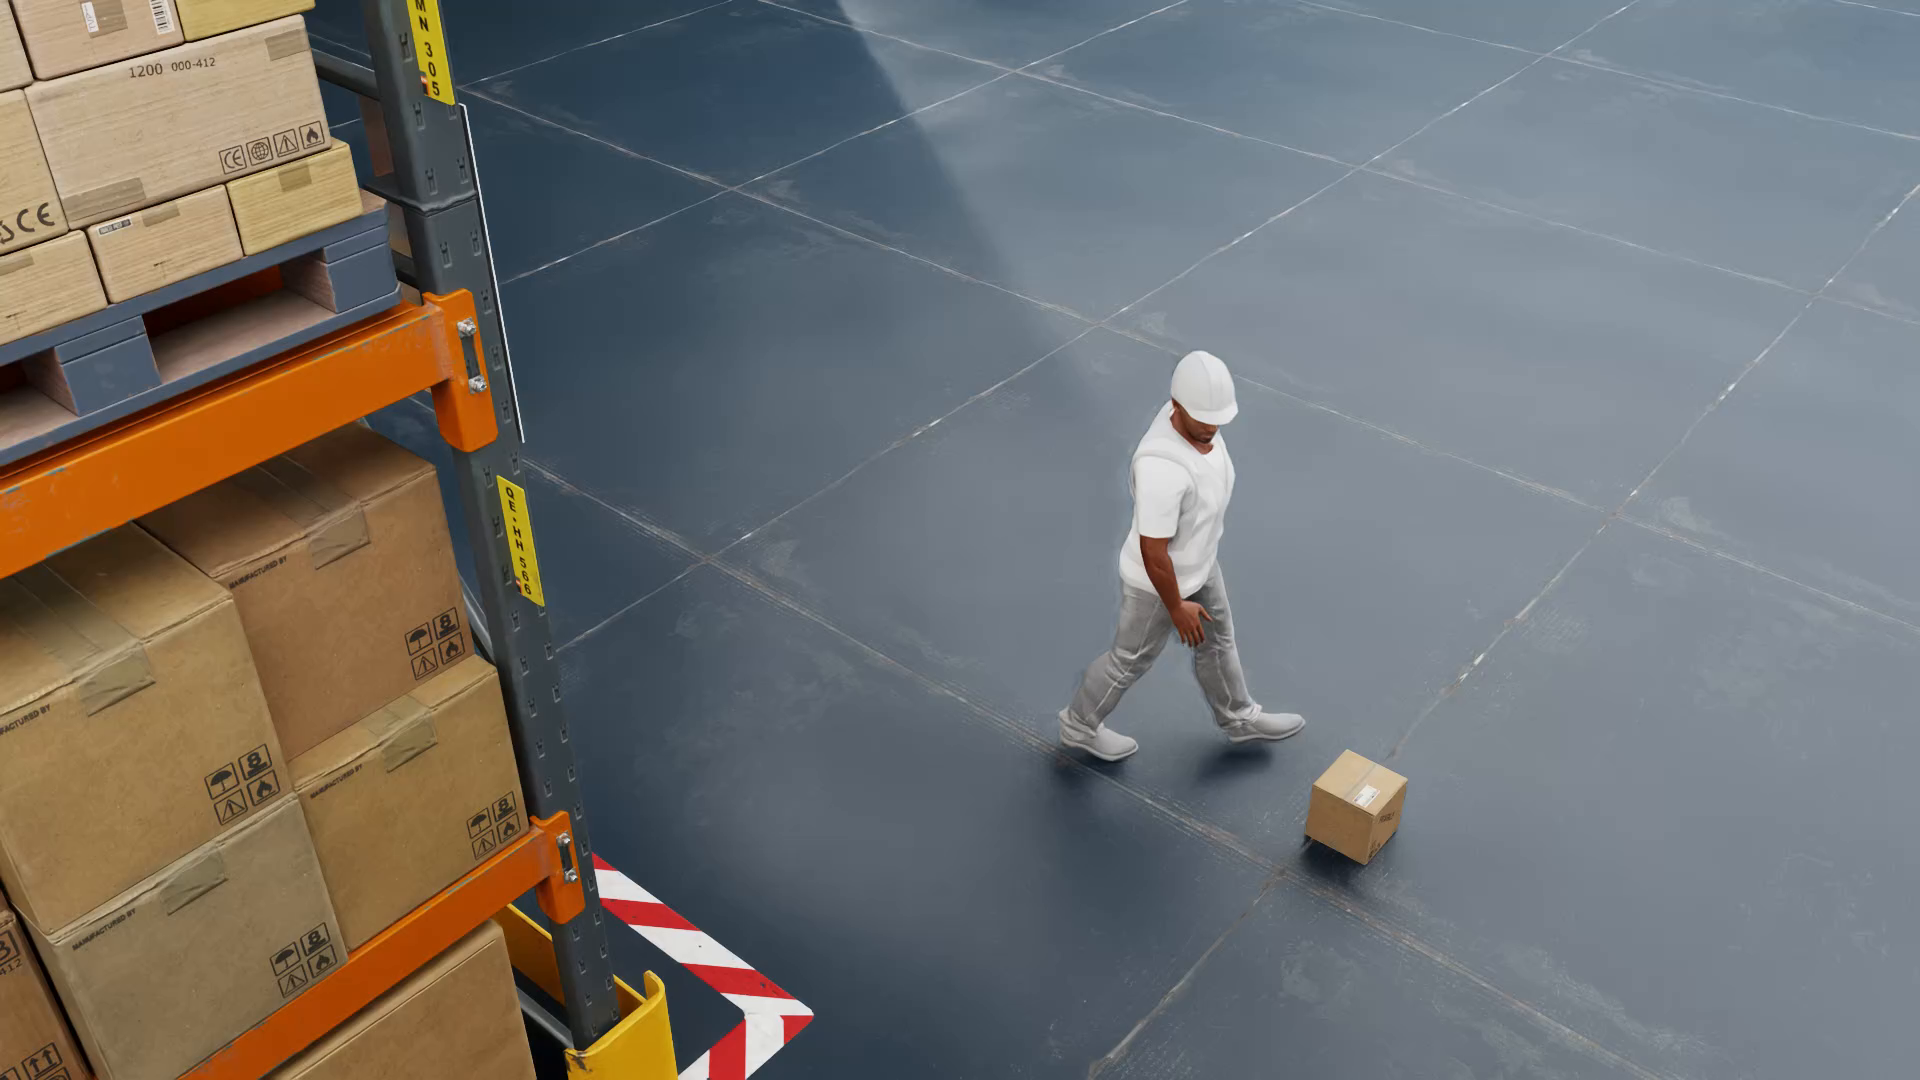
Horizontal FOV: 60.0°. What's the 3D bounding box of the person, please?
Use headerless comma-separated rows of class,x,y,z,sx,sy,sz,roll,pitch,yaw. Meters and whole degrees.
person,0.831,0.111,5.943,0.890,1.735,0.596,14,37,19
